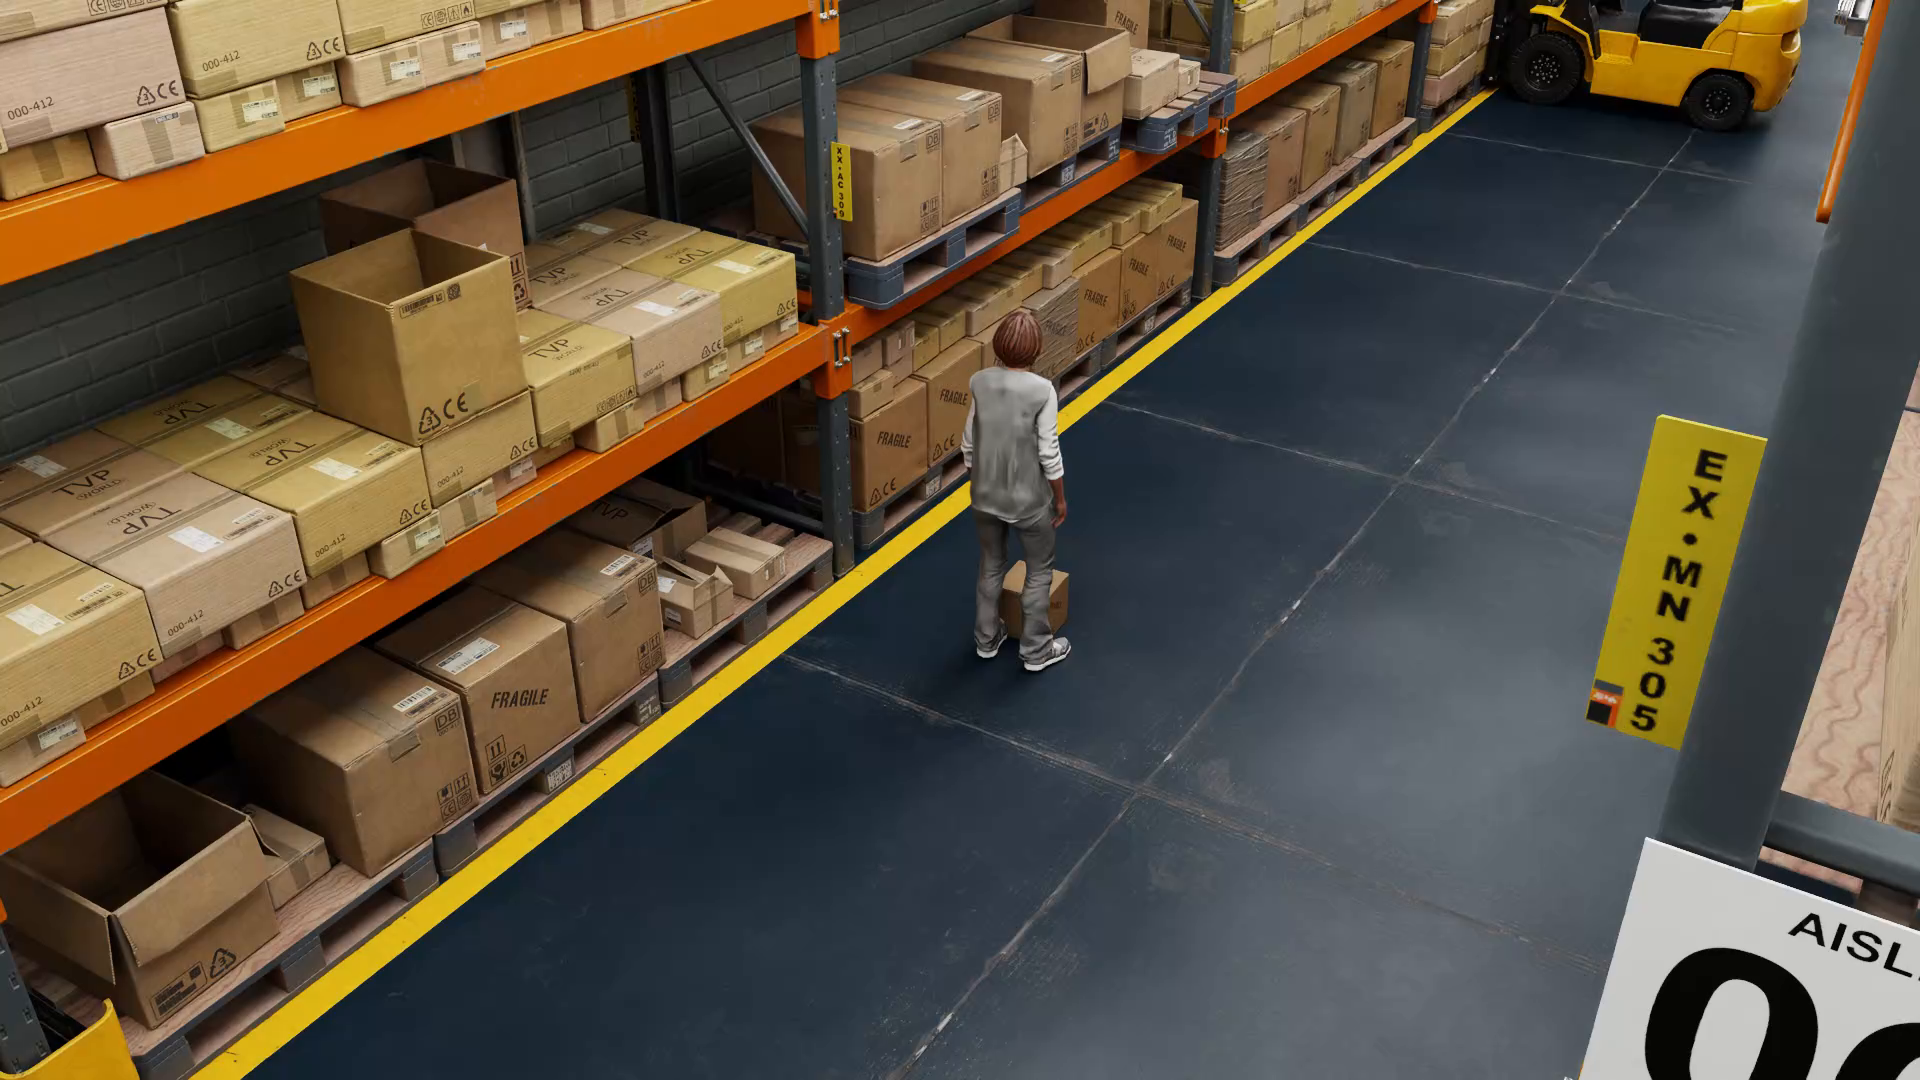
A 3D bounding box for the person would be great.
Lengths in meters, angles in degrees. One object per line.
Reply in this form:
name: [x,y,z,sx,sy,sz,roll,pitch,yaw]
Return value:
person: [0.224,-0.178,6.941,0.462,1.591,0.345,15,34,24]
